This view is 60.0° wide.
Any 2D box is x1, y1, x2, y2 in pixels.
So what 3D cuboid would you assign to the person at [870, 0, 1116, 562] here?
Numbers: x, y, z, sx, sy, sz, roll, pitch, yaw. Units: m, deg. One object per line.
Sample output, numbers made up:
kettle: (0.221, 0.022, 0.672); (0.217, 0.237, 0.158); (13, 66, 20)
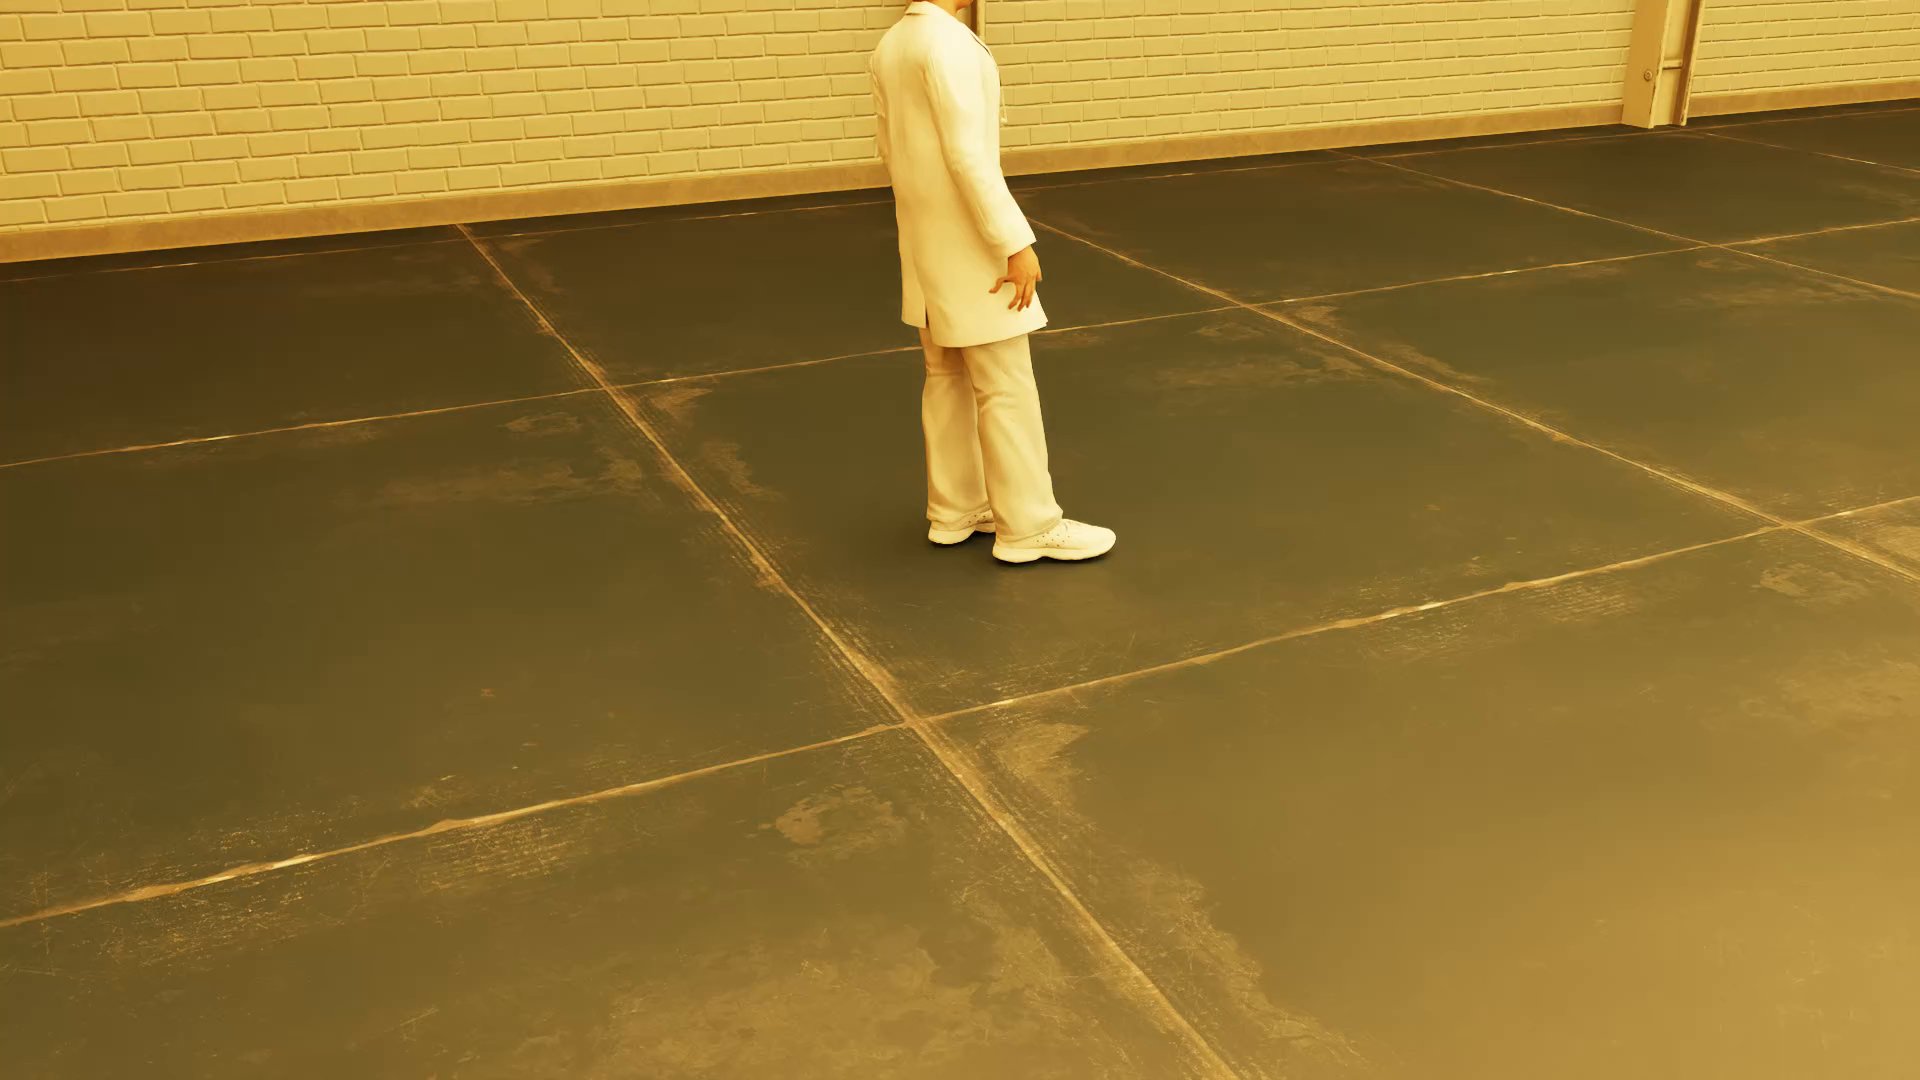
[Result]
person: (0.085, -0.841, 4.795); (0.578, 1.777, 0.698); (-10, 25, -23)
